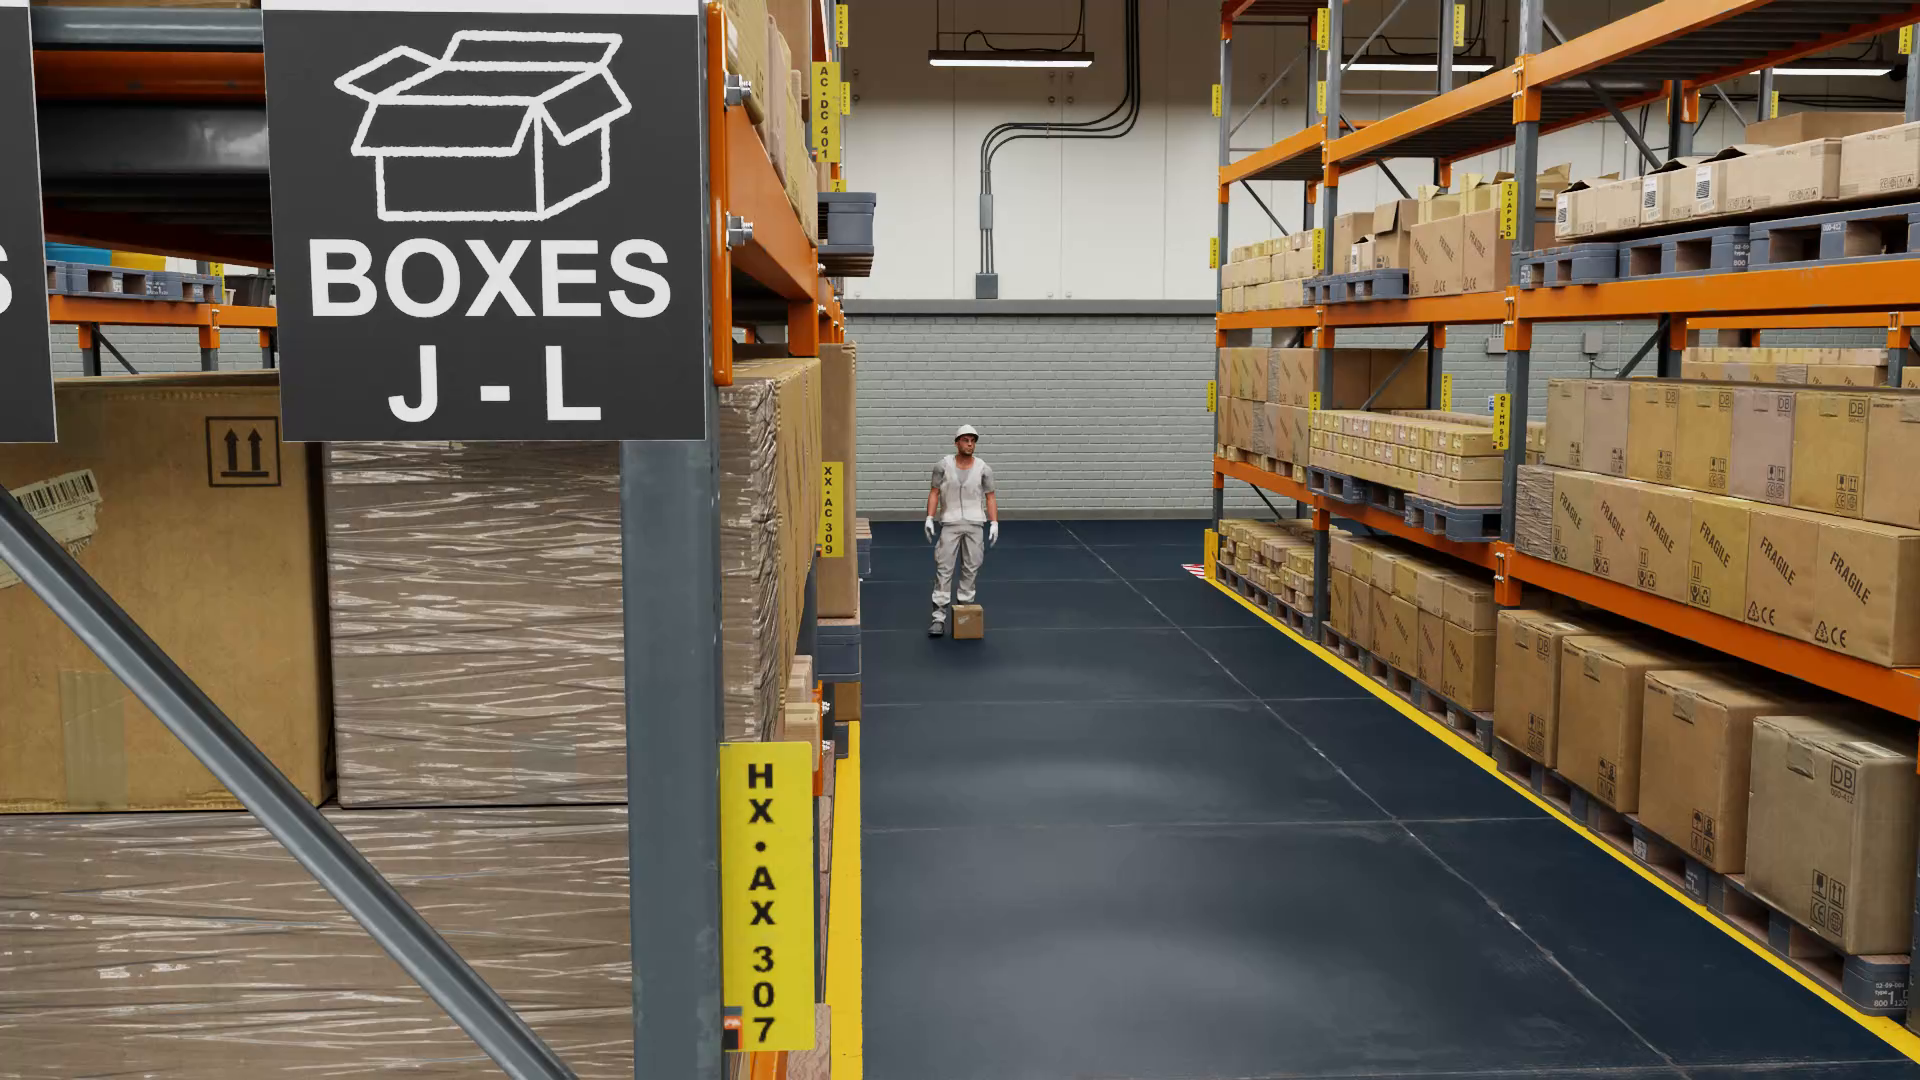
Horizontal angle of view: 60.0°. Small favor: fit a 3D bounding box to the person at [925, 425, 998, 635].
[{"bbox_3d":[0.014,-0.095,14.352,0.638,1.789,0.563,0,7,-4],"label":"person"}]
